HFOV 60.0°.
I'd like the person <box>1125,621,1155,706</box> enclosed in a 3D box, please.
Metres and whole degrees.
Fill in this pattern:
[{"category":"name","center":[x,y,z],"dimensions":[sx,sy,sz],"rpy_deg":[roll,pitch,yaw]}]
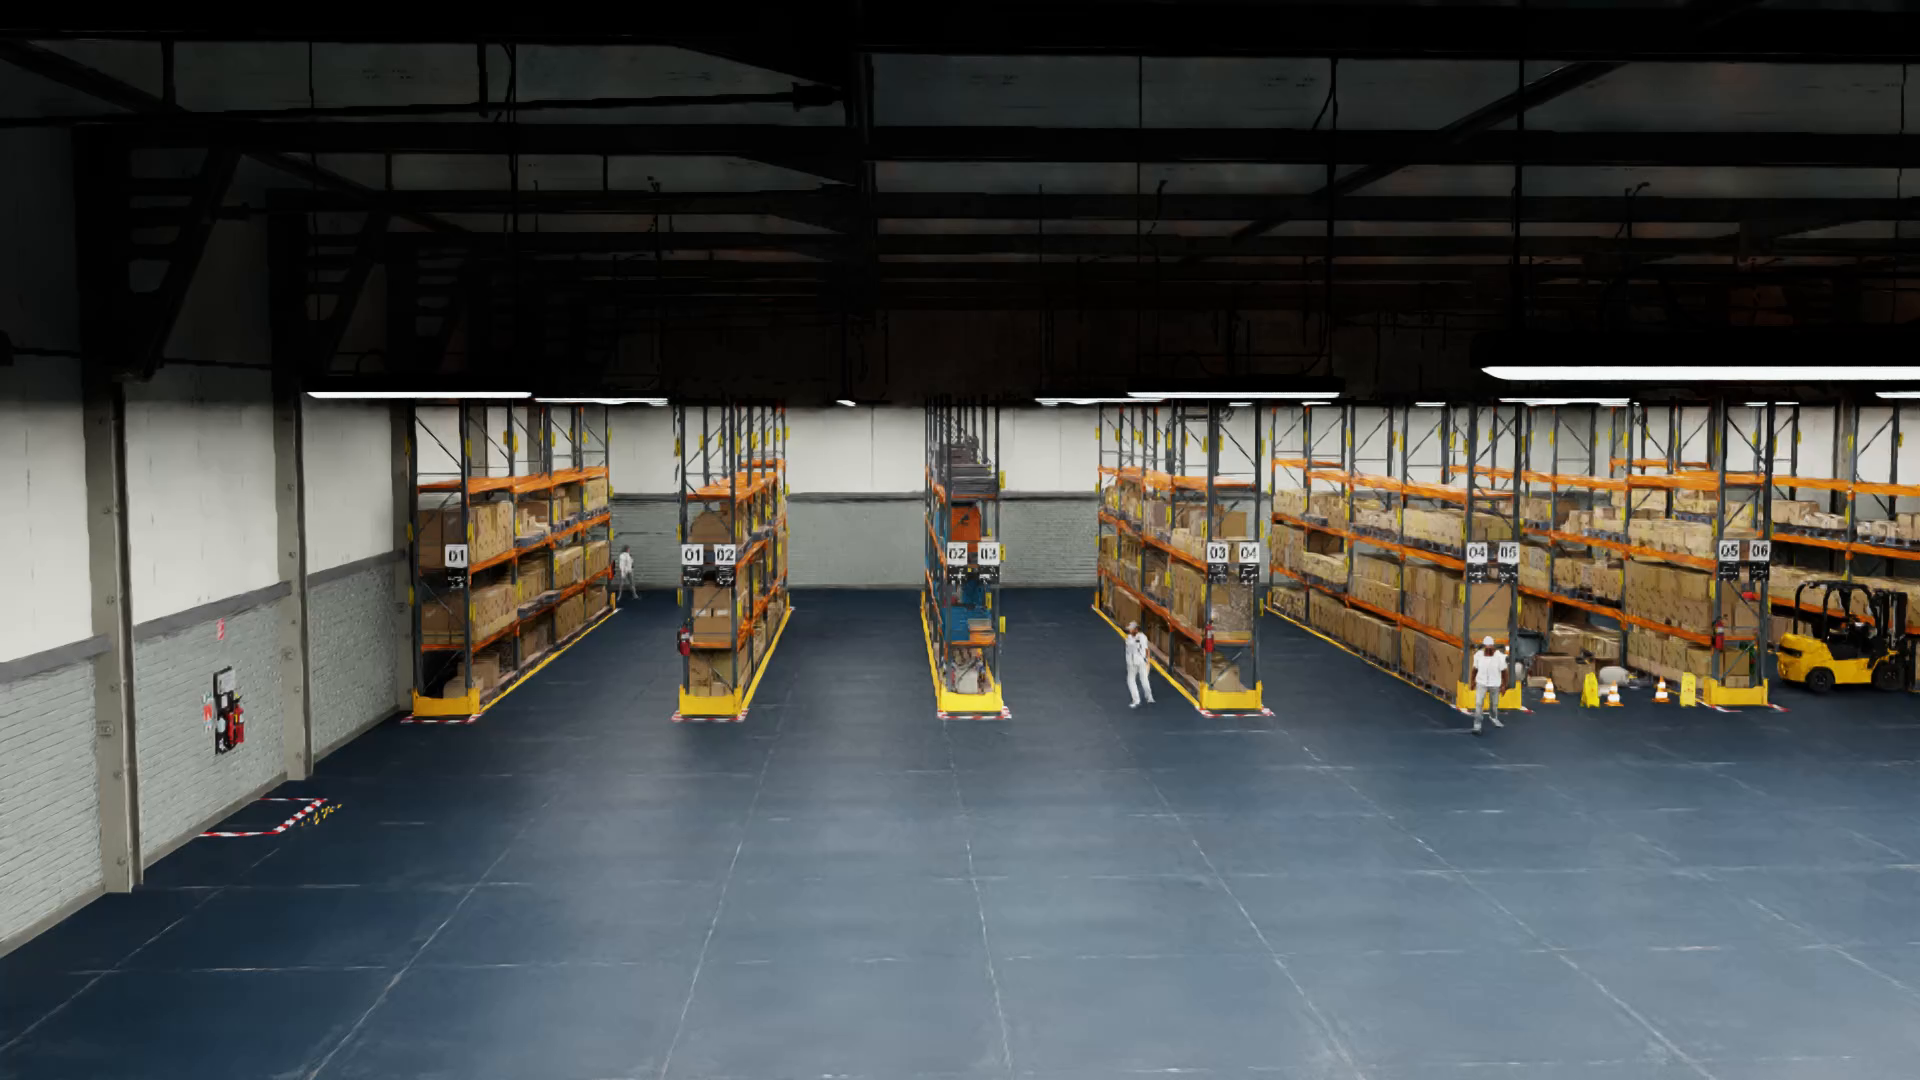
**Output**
[{"category":"person","center":[3.467,2.372,32.085],"dimensions":[0.548,1.645,0.587],"rpy_deg":[3,5,34]}]

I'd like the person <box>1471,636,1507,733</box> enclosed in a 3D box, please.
[{"category":"person","center":[9.381,2.543,29.522],"dimensions":[0.620,1.718,0.972],"rpy_deg":[2,5,20]}]

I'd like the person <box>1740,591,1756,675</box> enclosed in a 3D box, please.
[{"category":"person","center":[16.871,1.989,35.765],"dimensions":[0.494,1.786,0.606],"rpy_deg":[2,5,27]}]

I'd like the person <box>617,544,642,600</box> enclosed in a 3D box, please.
[{"category":"person","center":[-9.954,0.941,49.841],"dimensions":[0.550,1.672,0.685],"rpy_deg":[3,5,34]}]
